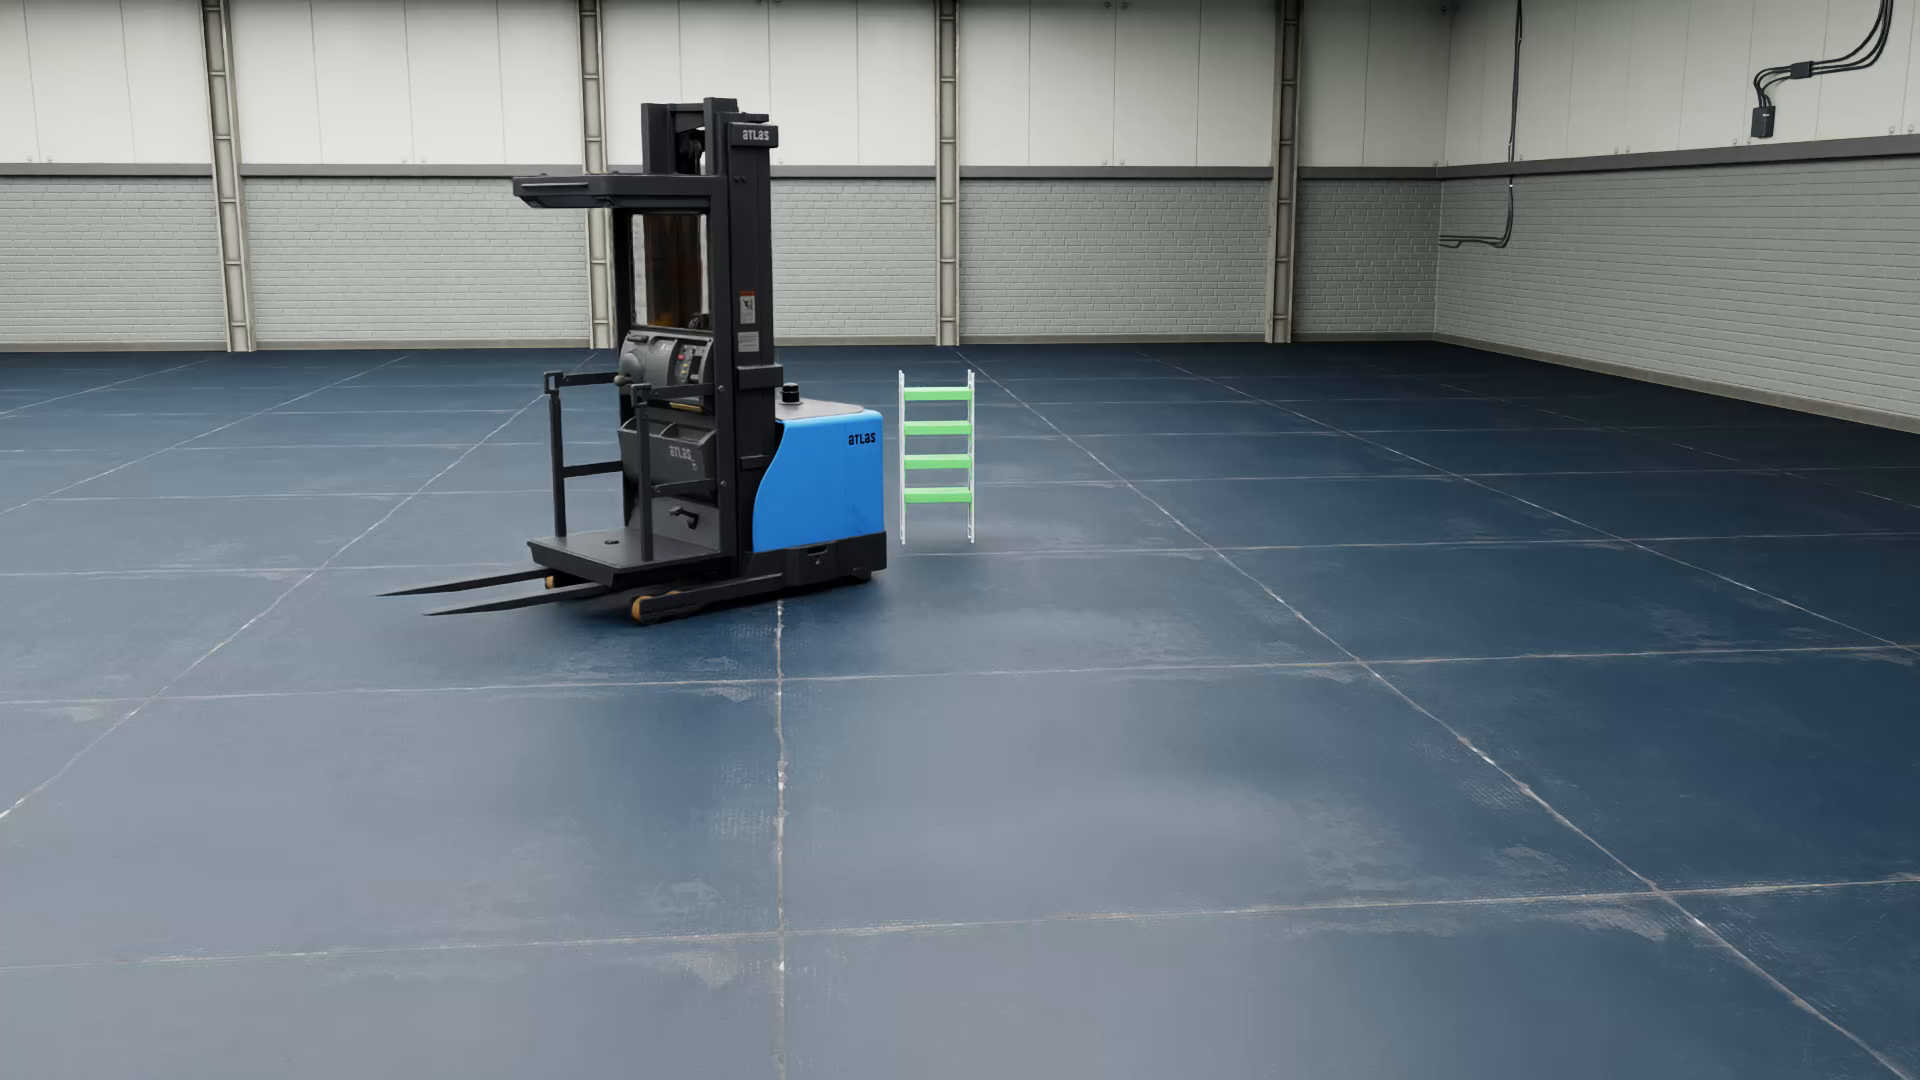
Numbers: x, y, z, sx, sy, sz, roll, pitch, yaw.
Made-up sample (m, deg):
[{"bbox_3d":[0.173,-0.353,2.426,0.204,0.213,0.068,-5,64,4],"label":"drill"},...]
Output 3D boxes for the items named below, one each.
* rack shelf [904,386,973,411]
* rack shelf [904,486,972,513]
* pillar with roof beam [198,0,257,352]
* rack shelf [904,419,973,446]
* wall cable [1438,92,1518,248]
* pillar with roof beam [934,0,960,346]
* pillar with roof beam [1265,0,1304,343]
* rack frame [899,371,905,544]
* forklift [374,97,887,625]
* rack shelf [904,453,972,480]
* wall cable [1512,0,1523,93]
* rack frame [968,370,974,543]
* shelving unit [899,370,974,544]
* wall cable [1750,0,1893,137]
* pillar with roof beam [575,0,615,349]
[{"bbox_3d":[-0.165,-0.994,11.654,0.480,0.148,0.258,-1,11,-6],"label":"rack shelf"},{"bbox_3d":[-0.165,-0.287,11.793,0.480,0.148,0.258,-1,11,-6],"label":"rack shelf"},{"bbox_3d":[-11.687,-6.793,23.093,0.400,9.000,9.100,-1,11,-6],"label":"pillar with roof beam"},{"bbox_3d":[-0.165,-0.758,11.701,0.480,0.148,0.258,-1,11,-6],"label":"rack shelf"},{"bbox_3d":[8.814,-6.278,28.522,0.112,2.526,3.097,-1,11,-6],"label":"wall cable"},{"bbox_3d":[0.243,-7.043,24.365,0.400,9.000,9.100,-1,11,-6],"label":"pillar with roof beam"},{"bbox_3d":[6.207,-7.168,25.000,0.400,9.000,9.100,-1,11,-6],"label":"pillar with roof beam"},{"bbox_3d":[-0.407,-0.580,11.709,0.015,1.200,0.240,-1,11,-6],"label":"rack frame"},{"bbox_3d":[-1.900,-1.071,9.718,3.031,2.935,1.130,-10,15,-41],"label":"forklift"},{"bbox_3d":[-0.165,-0.523,11.747,0.480,0.148,0.258,-1,11,-6],"label":"rack shelf"},{"bbox_3d":[9.106,-8.237,25.396,0.112,2.526,3.097,-1,11,-6],"label":"wall cable"},{"bbox_3d":[0.078,-0.590,11.761,0.015,1.200,0.240,-1,11,-6],"label":"rack frame"},{"bbox_3d":[-0.165,-0.585,11.735,0.503,1.200,0.258,-1,11,-6],"label":"shelving unit"},{"bbox_3d":[9.824,-7.649,18.632,0.169,6.003,2.305,-1,11,-6],"label":"wall cable"},{"bbox_3d":[-5.722,-6.918,23.729,0.400,9.000,9.100,-1,11,-6],"label":"pillar with roof beam"}]
